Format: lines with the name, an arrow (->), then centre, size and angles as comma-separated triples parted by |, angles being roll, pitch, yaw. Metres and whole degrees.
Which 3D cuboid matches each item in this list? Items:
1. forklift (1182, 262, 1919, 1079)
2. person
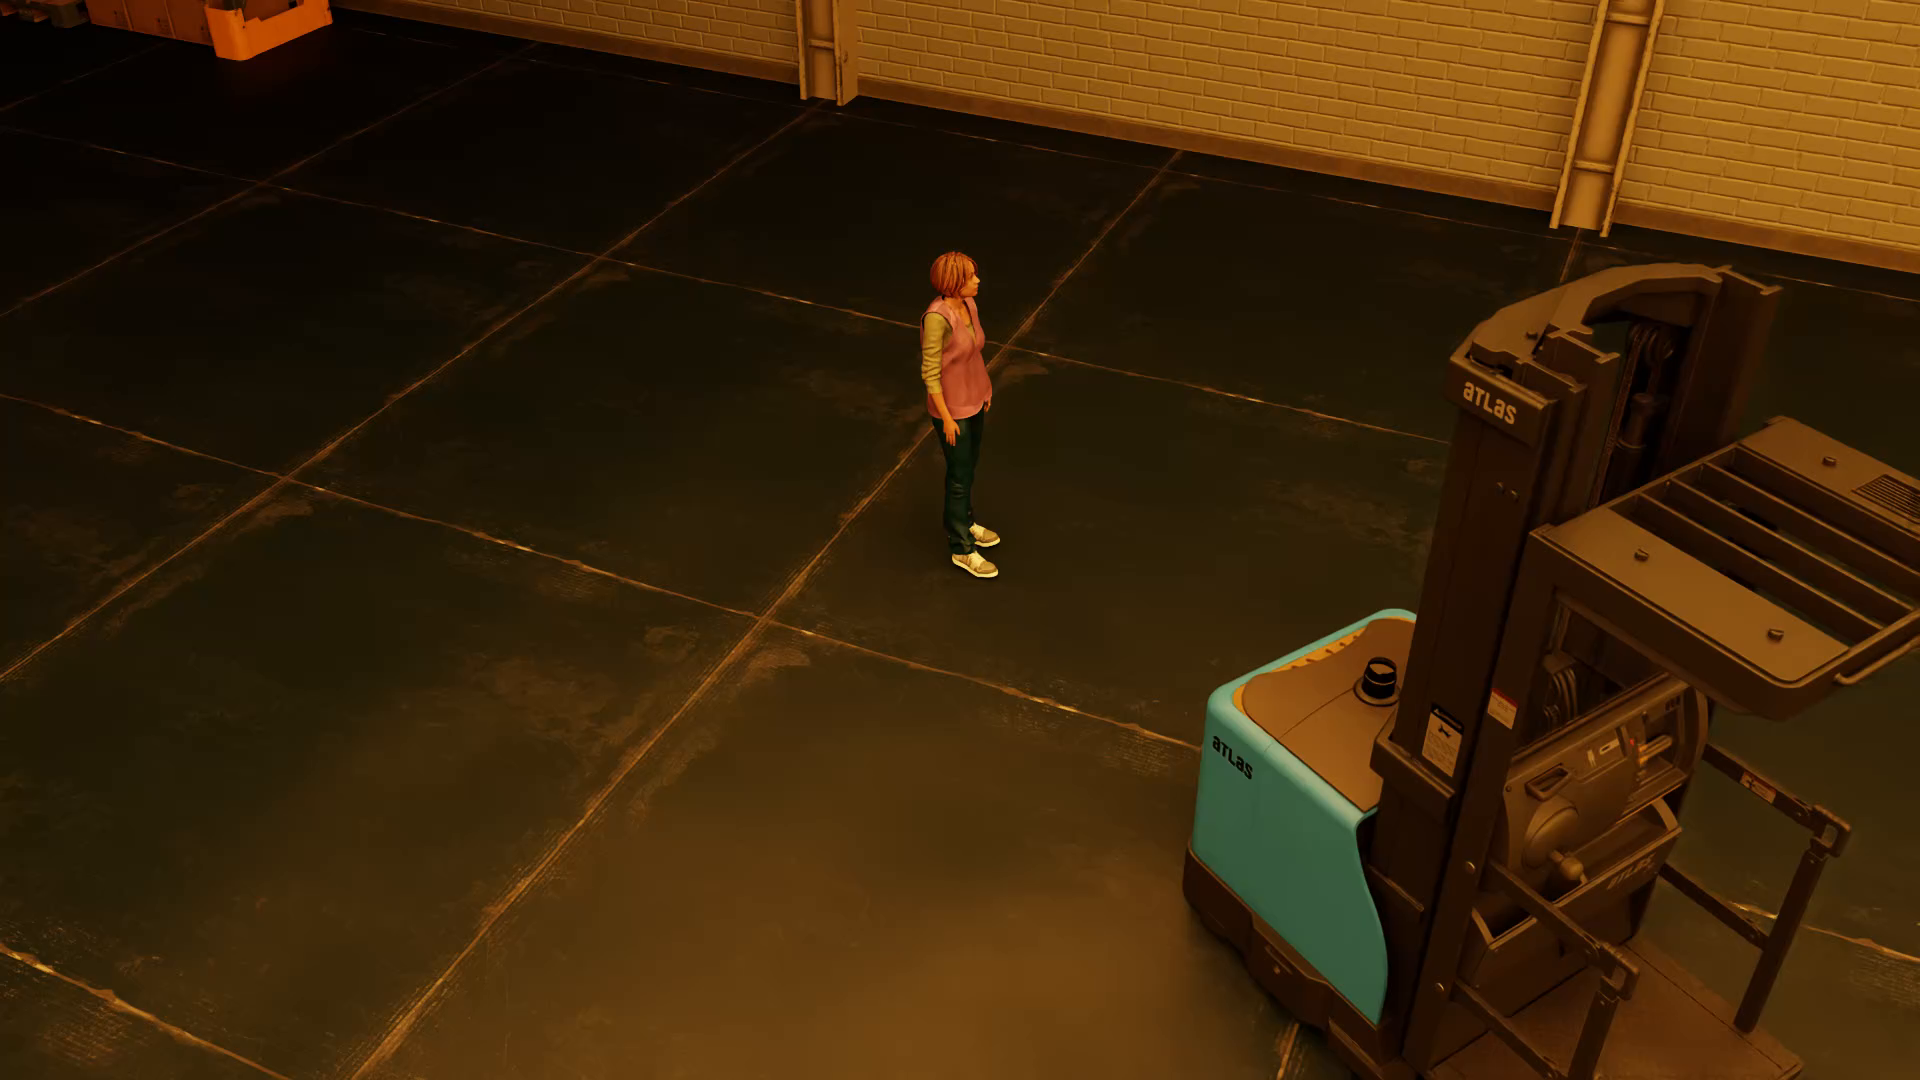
forklift -> 2.109, 0.789, 4.981 | 1.130, 2.935, 3.031 | -21, 41, -27
person -> 0.061, -0.631, 8.107 | 0.476, 1.597, 0.520 | 15, 38, 20
